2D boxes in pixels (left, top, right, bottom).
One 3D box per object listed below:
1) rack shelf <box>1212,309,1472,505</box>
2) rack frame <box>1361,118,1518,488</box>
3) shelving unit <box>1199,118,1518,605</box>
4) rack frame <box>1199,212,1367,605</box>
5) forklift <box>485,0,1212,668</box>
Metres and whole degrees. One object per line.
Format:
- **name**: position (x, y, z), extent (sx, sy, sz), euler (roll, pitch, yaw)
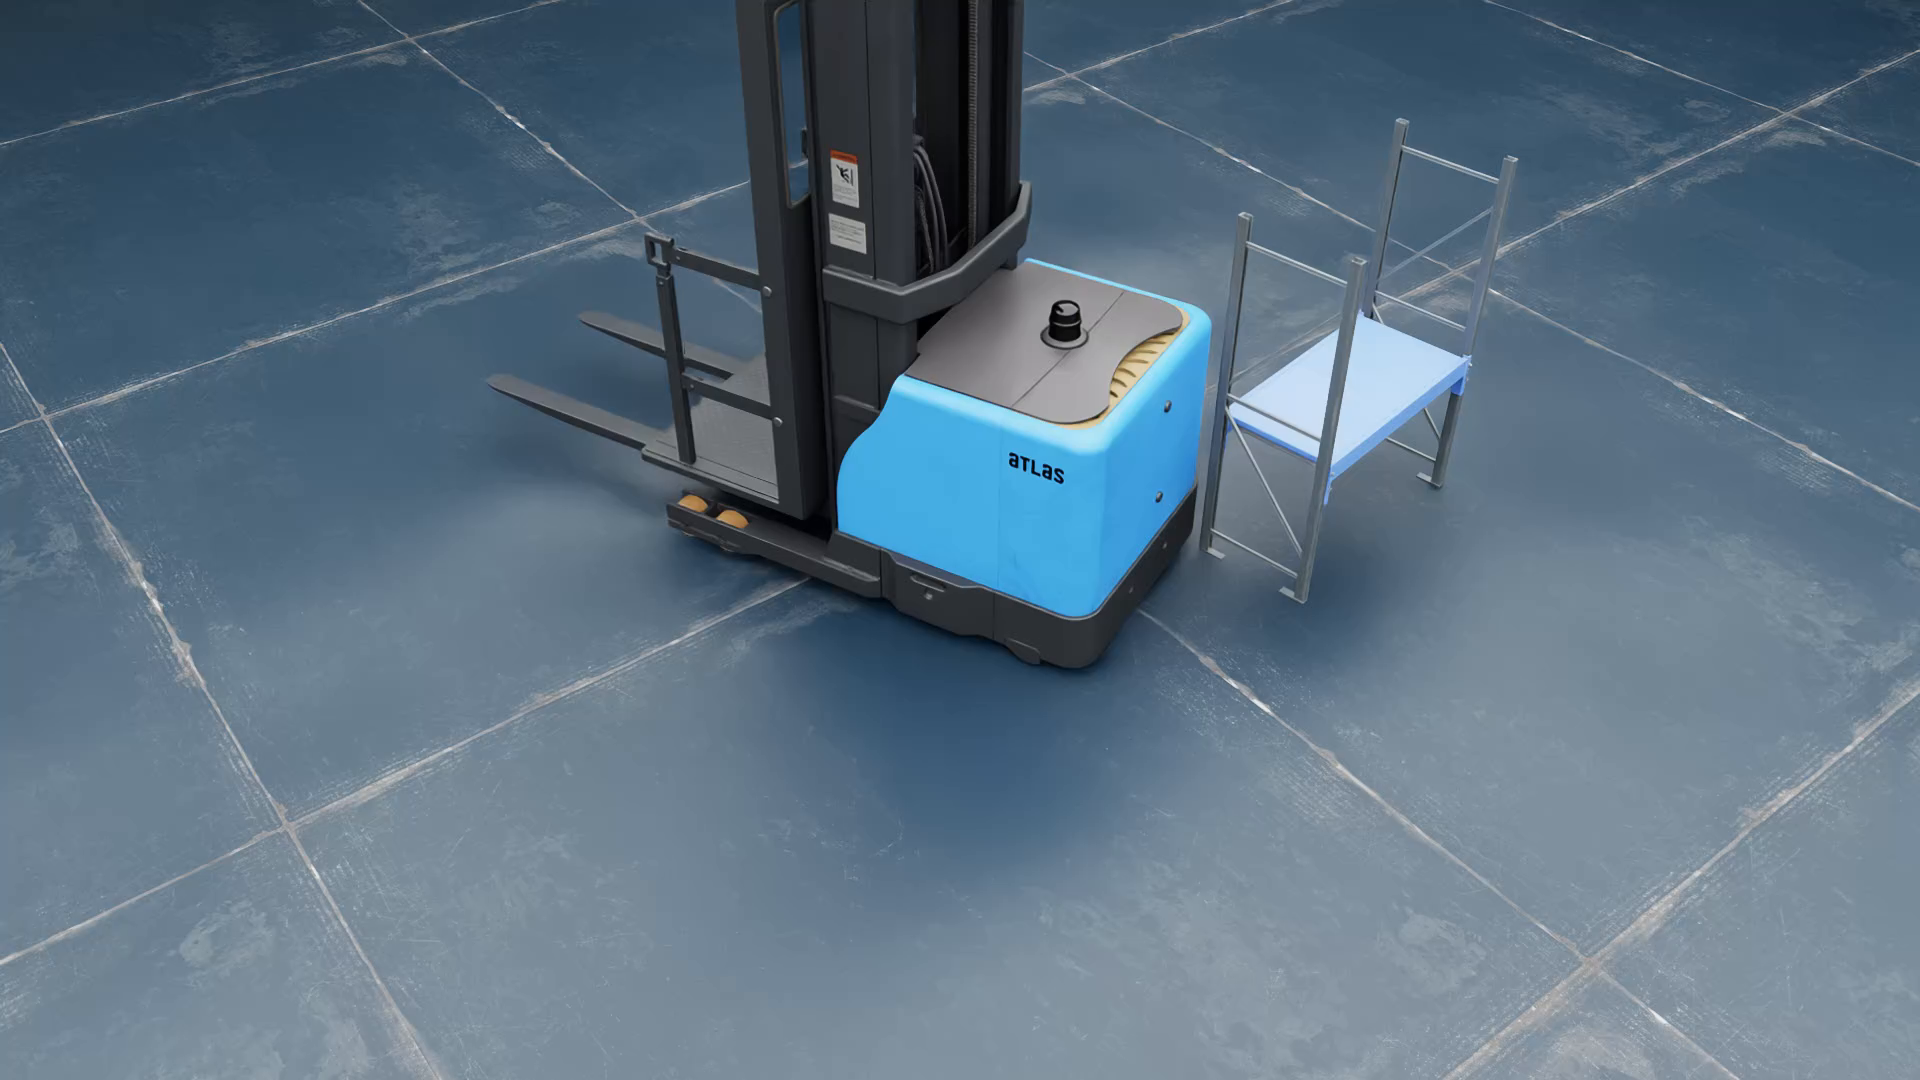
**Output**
- **rack shelf**: position (1.503, -0.541, 6.510), extent (0.538, 0.185, 1.000), euler (31, 48, 32)
- **rack frame**: position (1.850, -0.915, 6.683), extent (0.500, 1.500, 0.032), euler (31, 48, 32)
- **shelving unit**: position (1.503, -0.680, 6.396), extent (0.538, 1.500, 1.048), euler (31, 48, 32)
- **rack frame**: position (1.156, -0.444, 6.109), extent (0.500, 1.500, 0.032), euler (31, 48, 32)
- **forklift**: position (-0.595, -1.354, 6.090), extent (3.031, 2.935, 1.130), euler (20, 43, 23)
